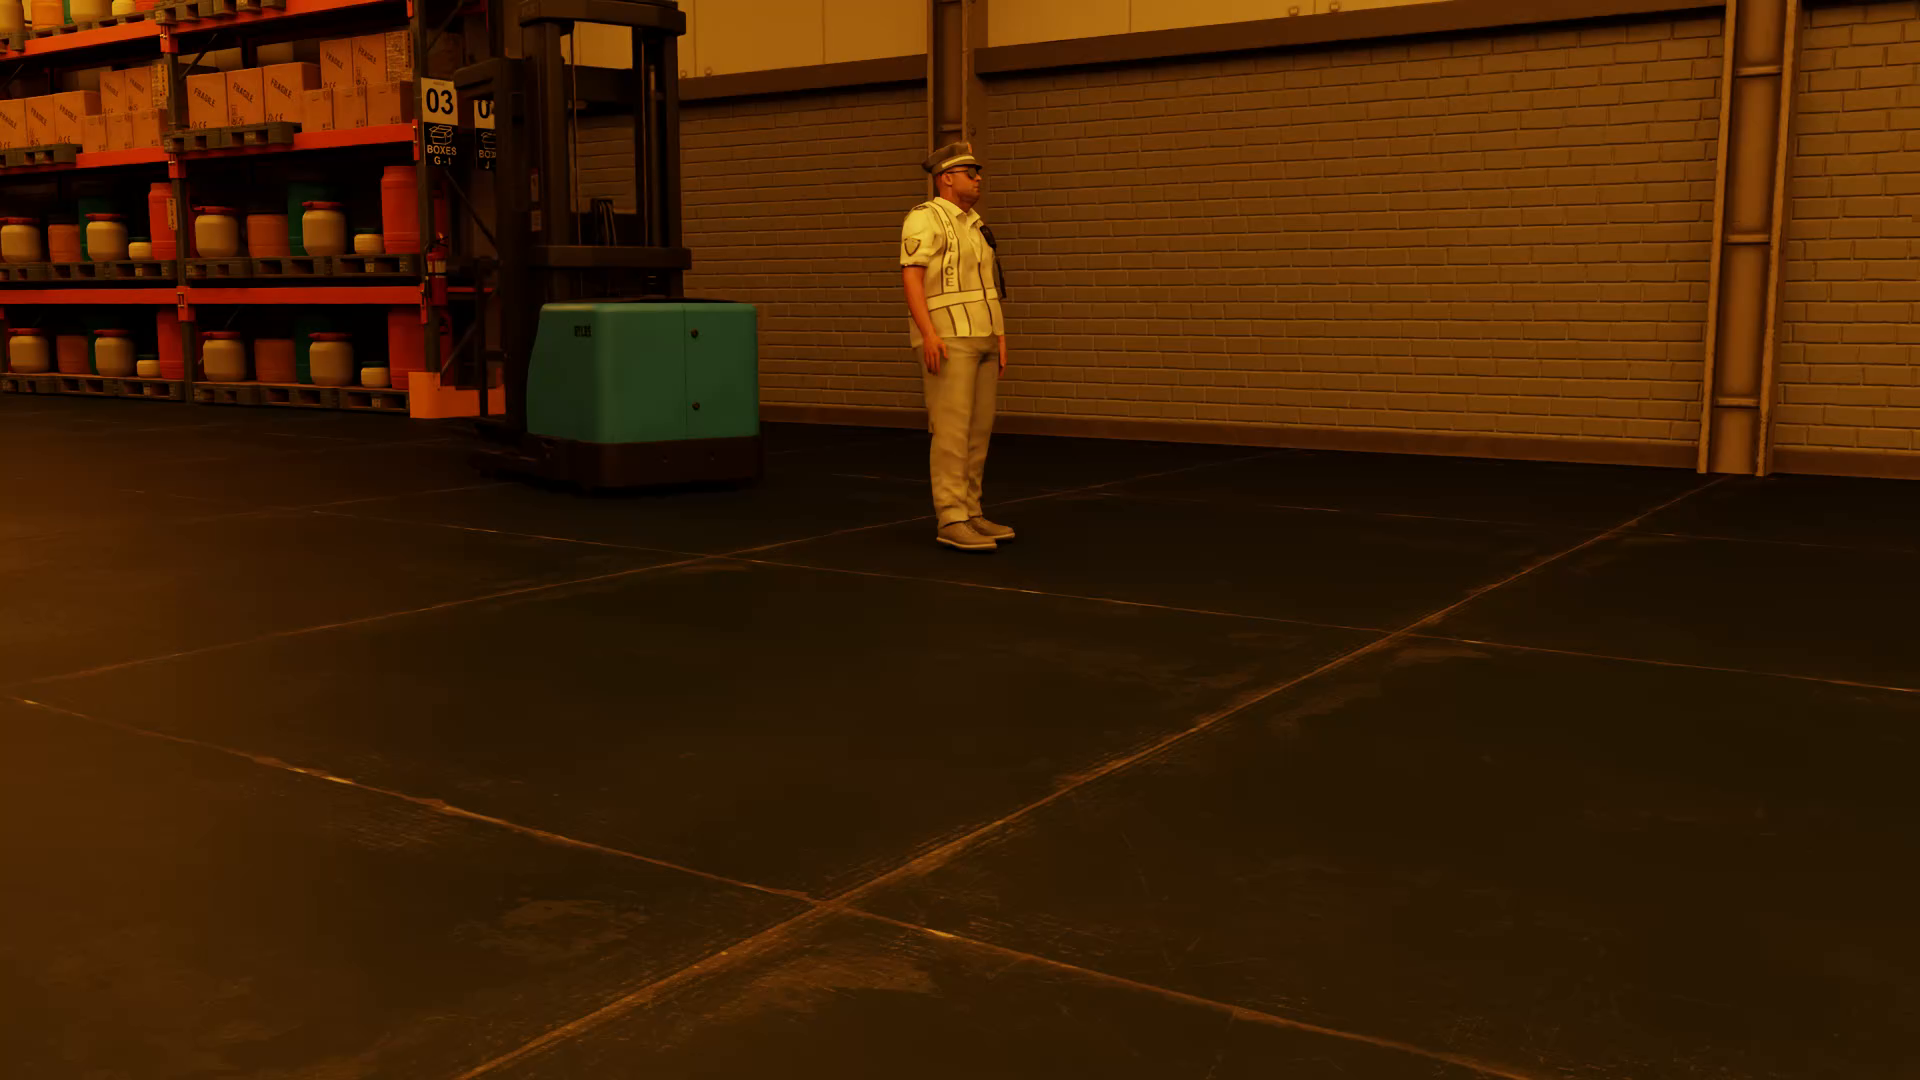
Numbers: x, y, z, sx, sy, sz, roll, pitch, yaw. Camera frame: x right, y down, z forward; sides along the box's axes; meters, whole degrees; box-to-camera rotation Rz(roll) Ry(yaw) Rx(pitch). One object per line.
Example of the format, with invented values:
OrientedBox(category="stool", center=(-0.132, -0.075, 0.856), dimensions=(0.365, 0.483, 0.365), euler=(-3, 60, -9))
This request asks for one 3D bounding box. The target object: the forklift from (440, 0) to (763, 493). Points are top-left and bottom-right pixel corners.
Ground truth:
OrientedBox(category="forklift", center=(-2.439, -1.877, 10.394), dimensions=(1.130, 2.935, 3.031), euler=(-6, 10, -37))

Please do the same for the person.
OrientedBox(category="person", center=(0.059, -0.883, 7.425), dimensions=(0.574, 1.781, 0.641), euler=(5, 10, 34))
